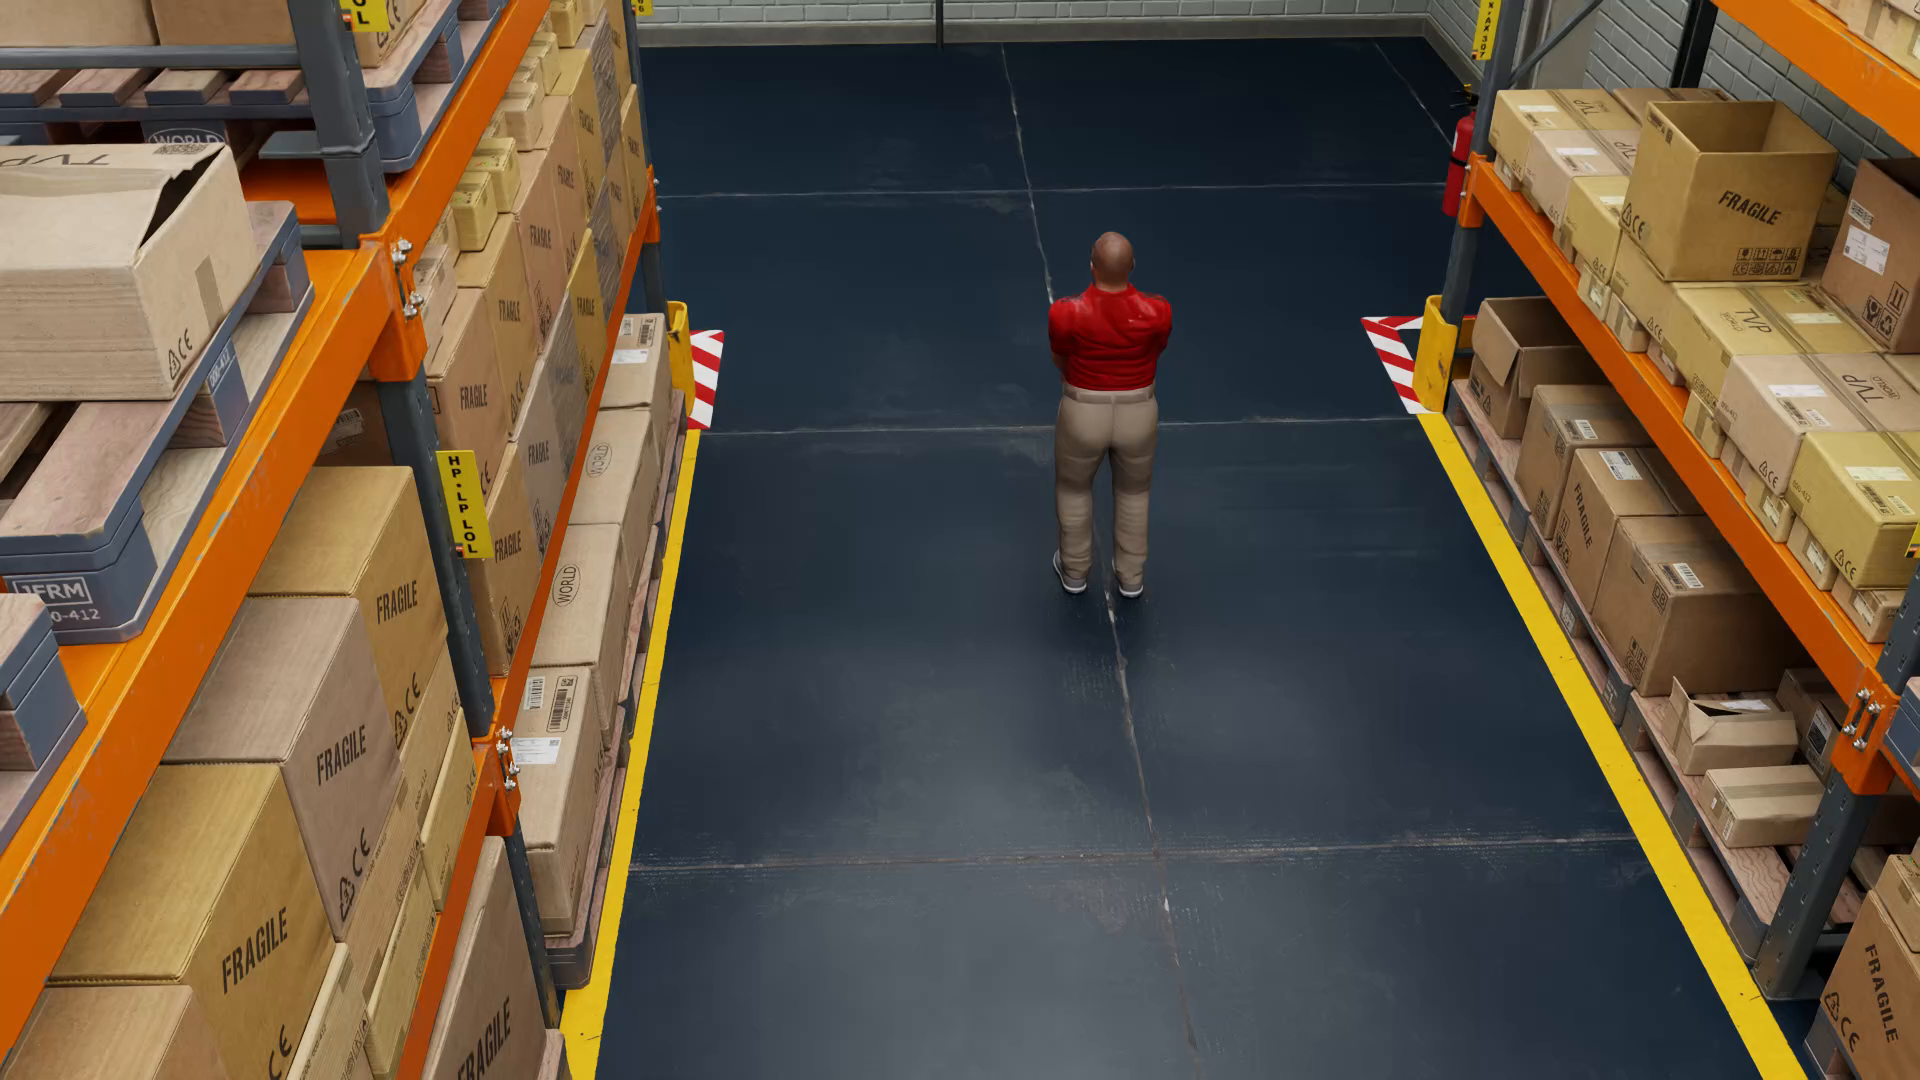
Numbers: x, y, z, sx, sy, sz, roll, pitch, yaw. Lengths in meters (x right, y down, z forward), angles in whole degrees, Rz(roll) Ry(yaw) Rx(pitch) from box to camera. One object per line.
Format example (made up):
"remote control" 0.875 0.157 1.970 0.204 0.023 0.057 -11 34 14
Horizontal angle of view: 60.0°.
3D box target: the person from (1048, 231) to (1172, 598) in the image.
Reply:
"person" 0.590 -0.556 6.962 0.494 1.713 0.536 -1 35 -2
